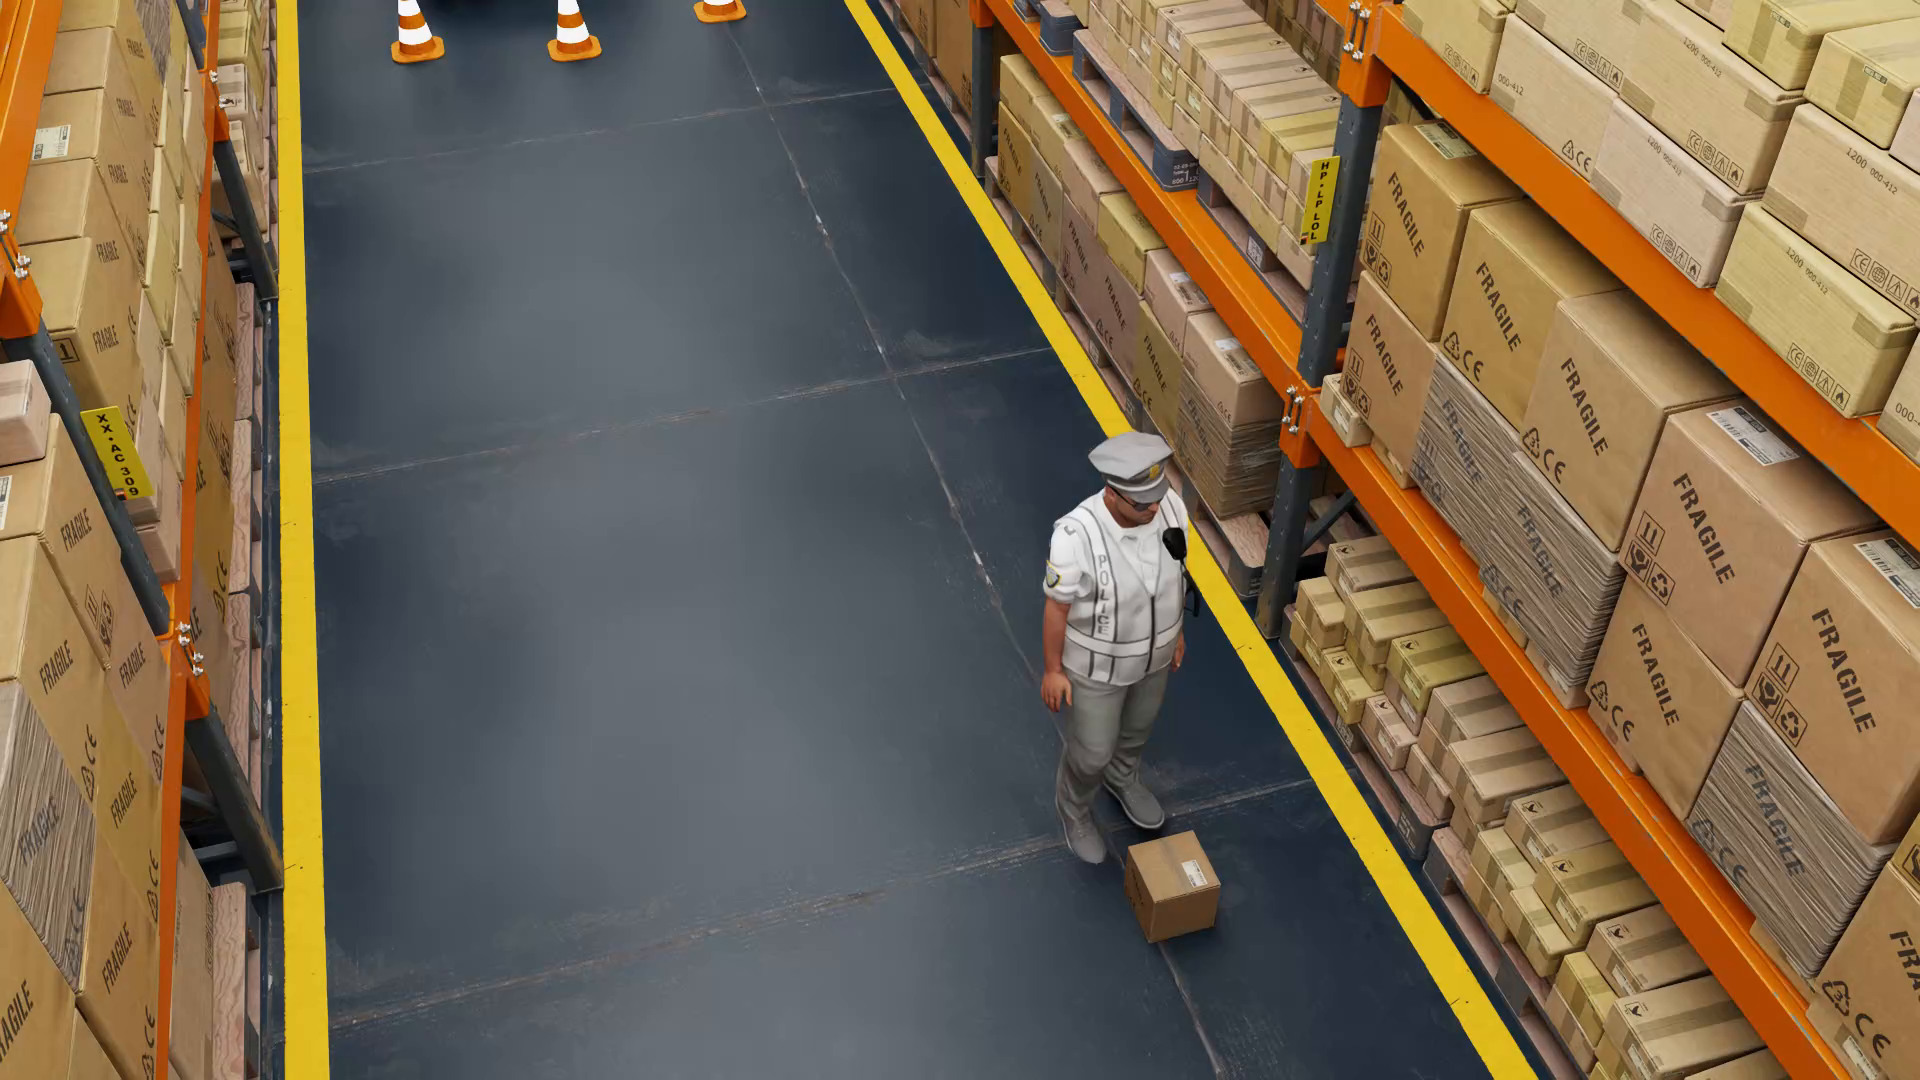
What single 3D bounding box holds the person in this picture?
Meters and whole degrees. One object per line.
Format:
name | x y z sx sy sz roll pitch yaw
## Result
person | 0.537 0.394 5.727 0.576 1.817 0.394 -22 46 -23
